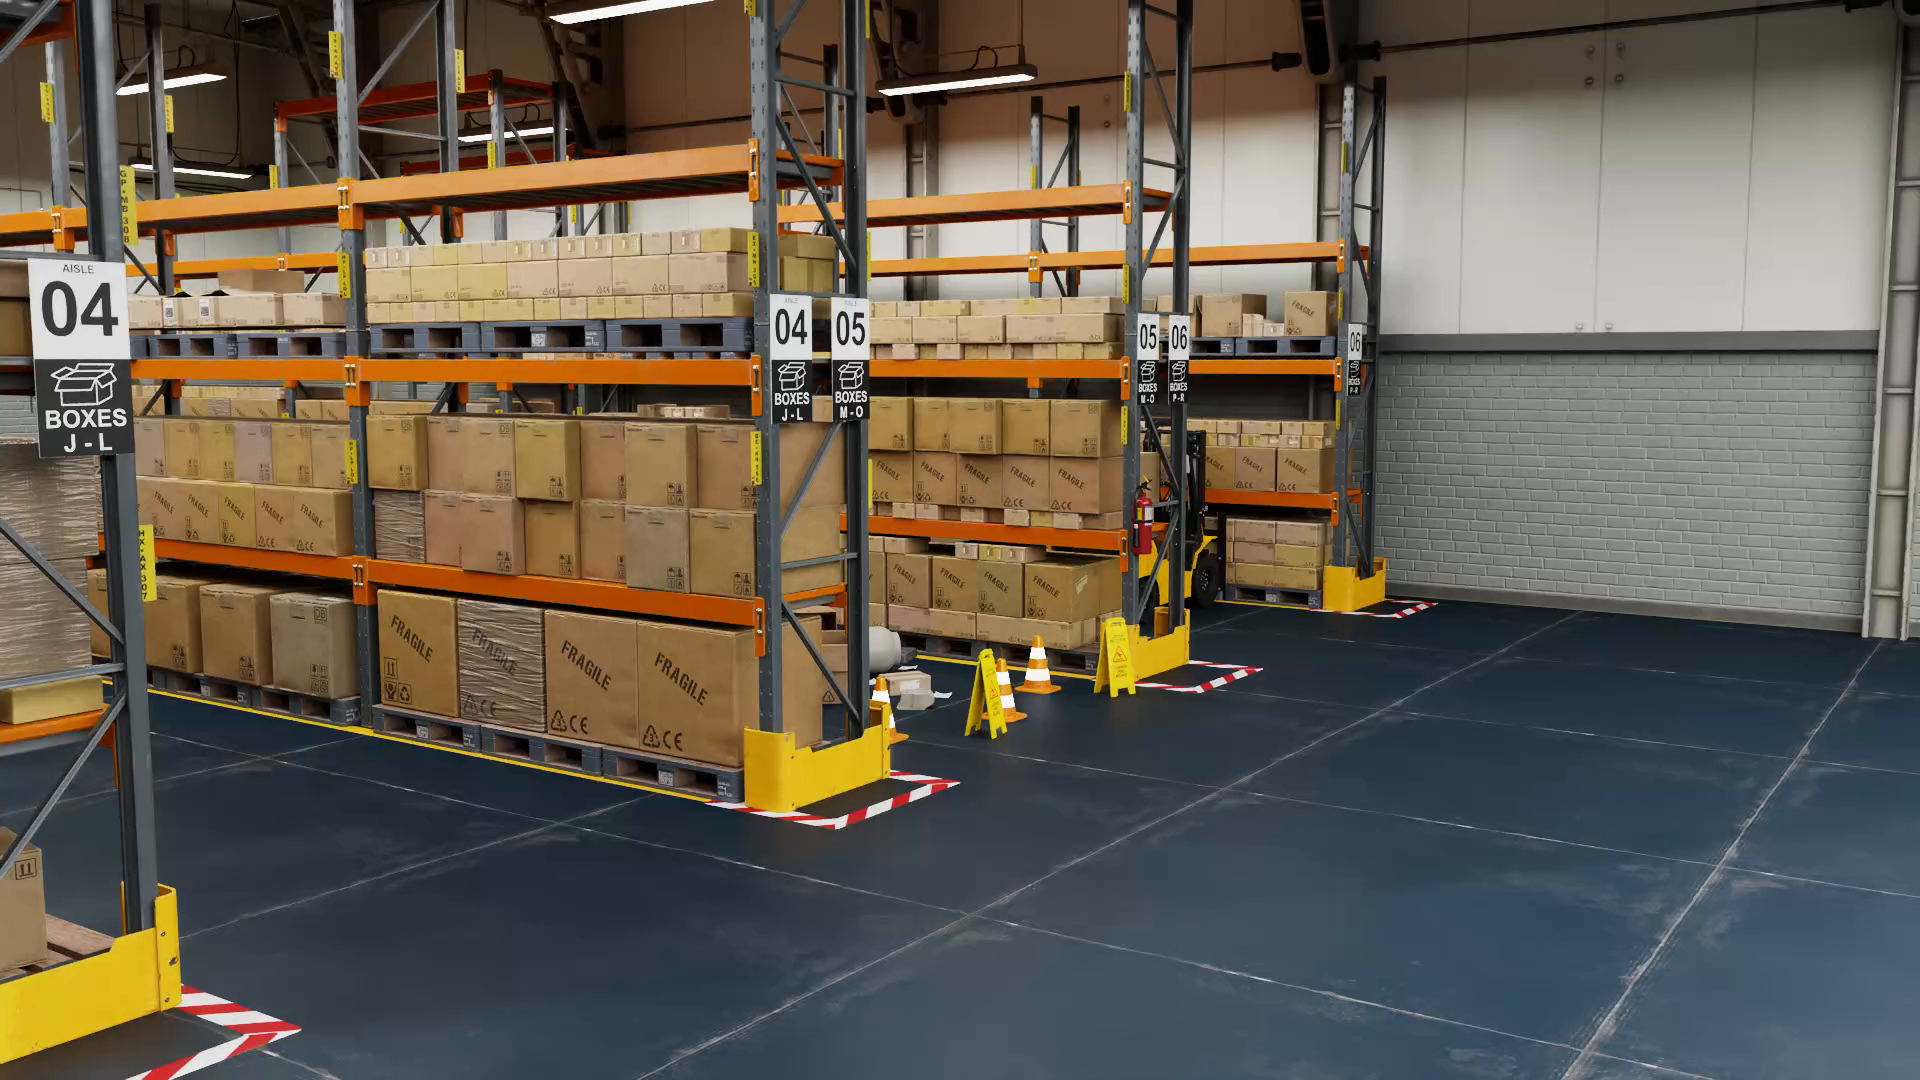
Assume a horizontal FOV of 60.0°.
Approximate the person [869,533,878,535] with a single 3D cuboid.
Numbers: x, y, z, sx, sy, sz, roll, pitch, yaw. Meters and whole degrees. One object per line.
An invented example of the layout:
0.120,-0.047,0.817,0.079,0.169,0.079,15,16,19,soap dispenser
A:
-0.934,-0.082,18.519,0.430,1.774,0.644,4,7,33,person
